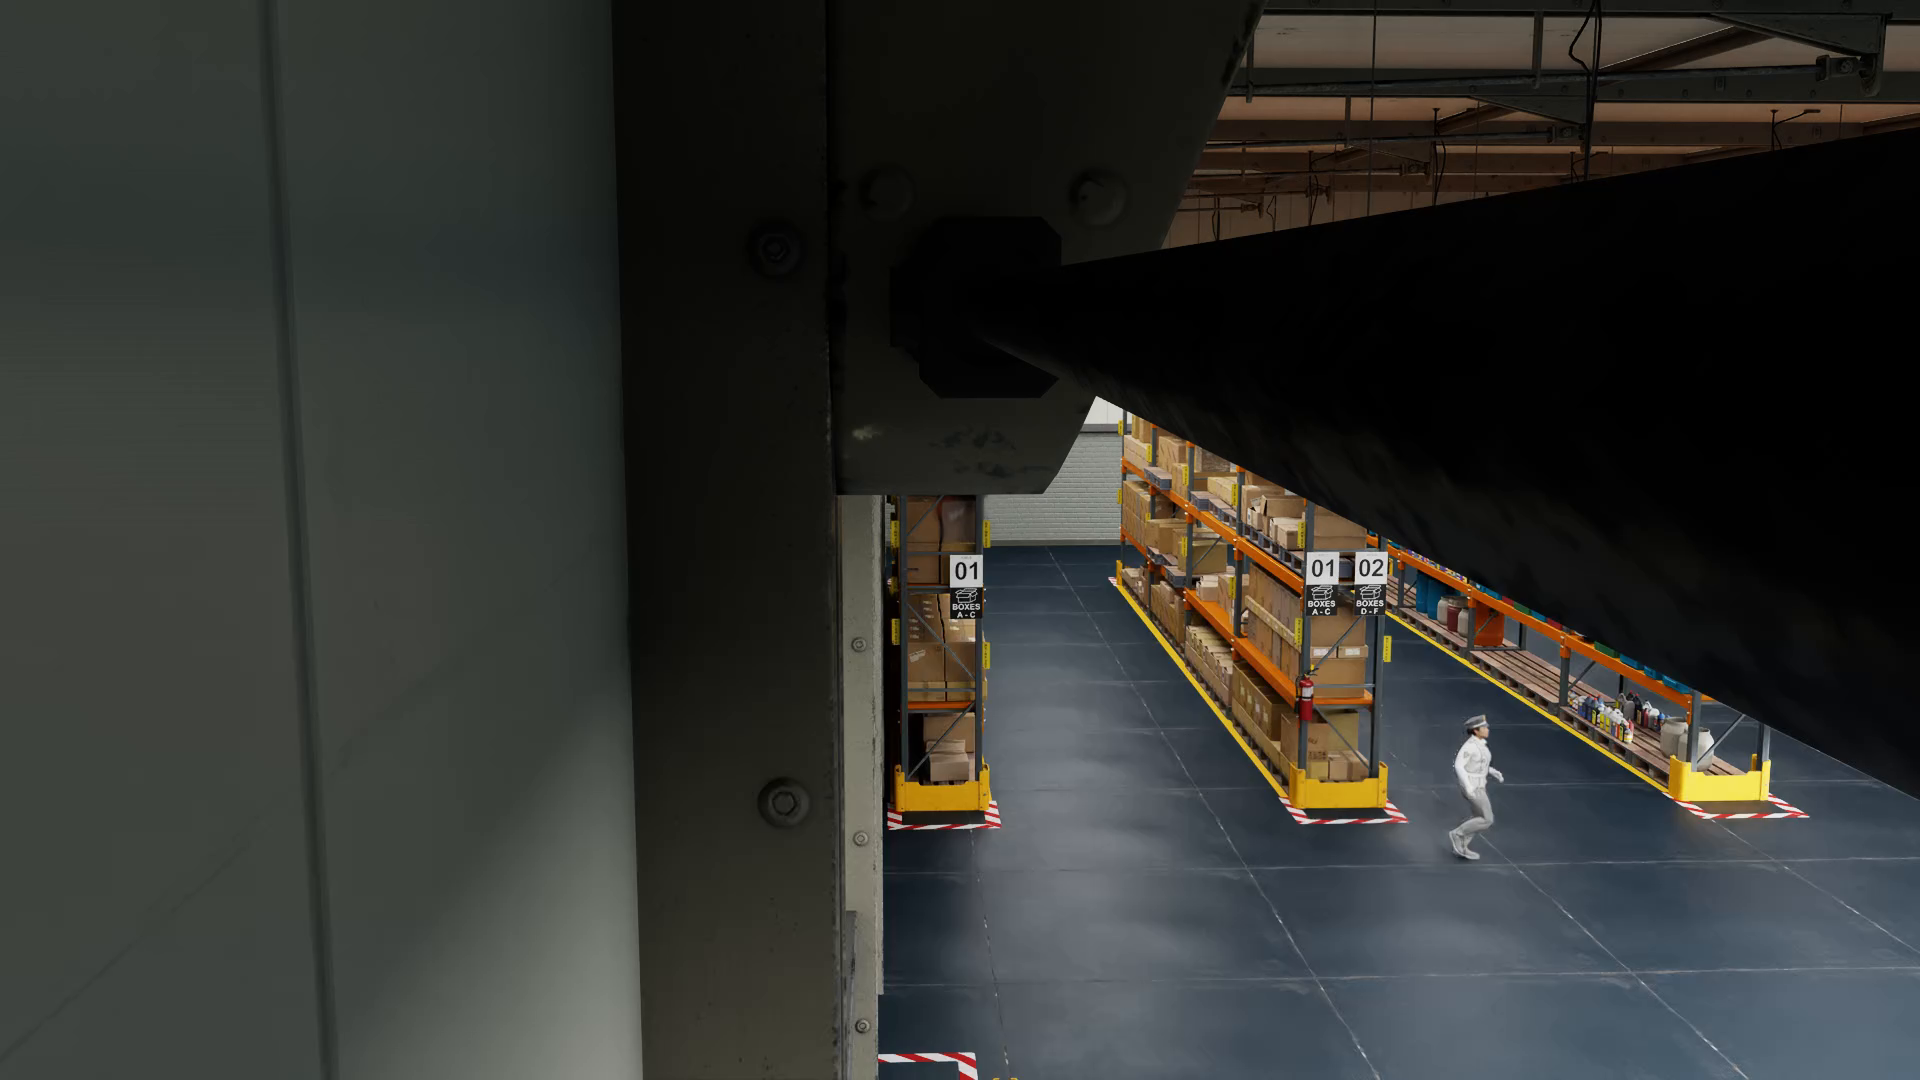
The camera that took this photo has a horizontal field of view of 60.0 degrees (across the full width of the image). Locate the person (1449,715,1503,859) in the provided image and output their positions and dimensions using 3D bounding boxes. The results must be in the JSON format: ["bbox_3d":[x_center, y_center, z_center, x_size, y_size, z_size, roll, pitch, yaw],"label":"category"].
[{"bbox_3d":[5.818,2.772,18.715,0.537,1.659,0.630,4,9,25],"label":"person"}]
